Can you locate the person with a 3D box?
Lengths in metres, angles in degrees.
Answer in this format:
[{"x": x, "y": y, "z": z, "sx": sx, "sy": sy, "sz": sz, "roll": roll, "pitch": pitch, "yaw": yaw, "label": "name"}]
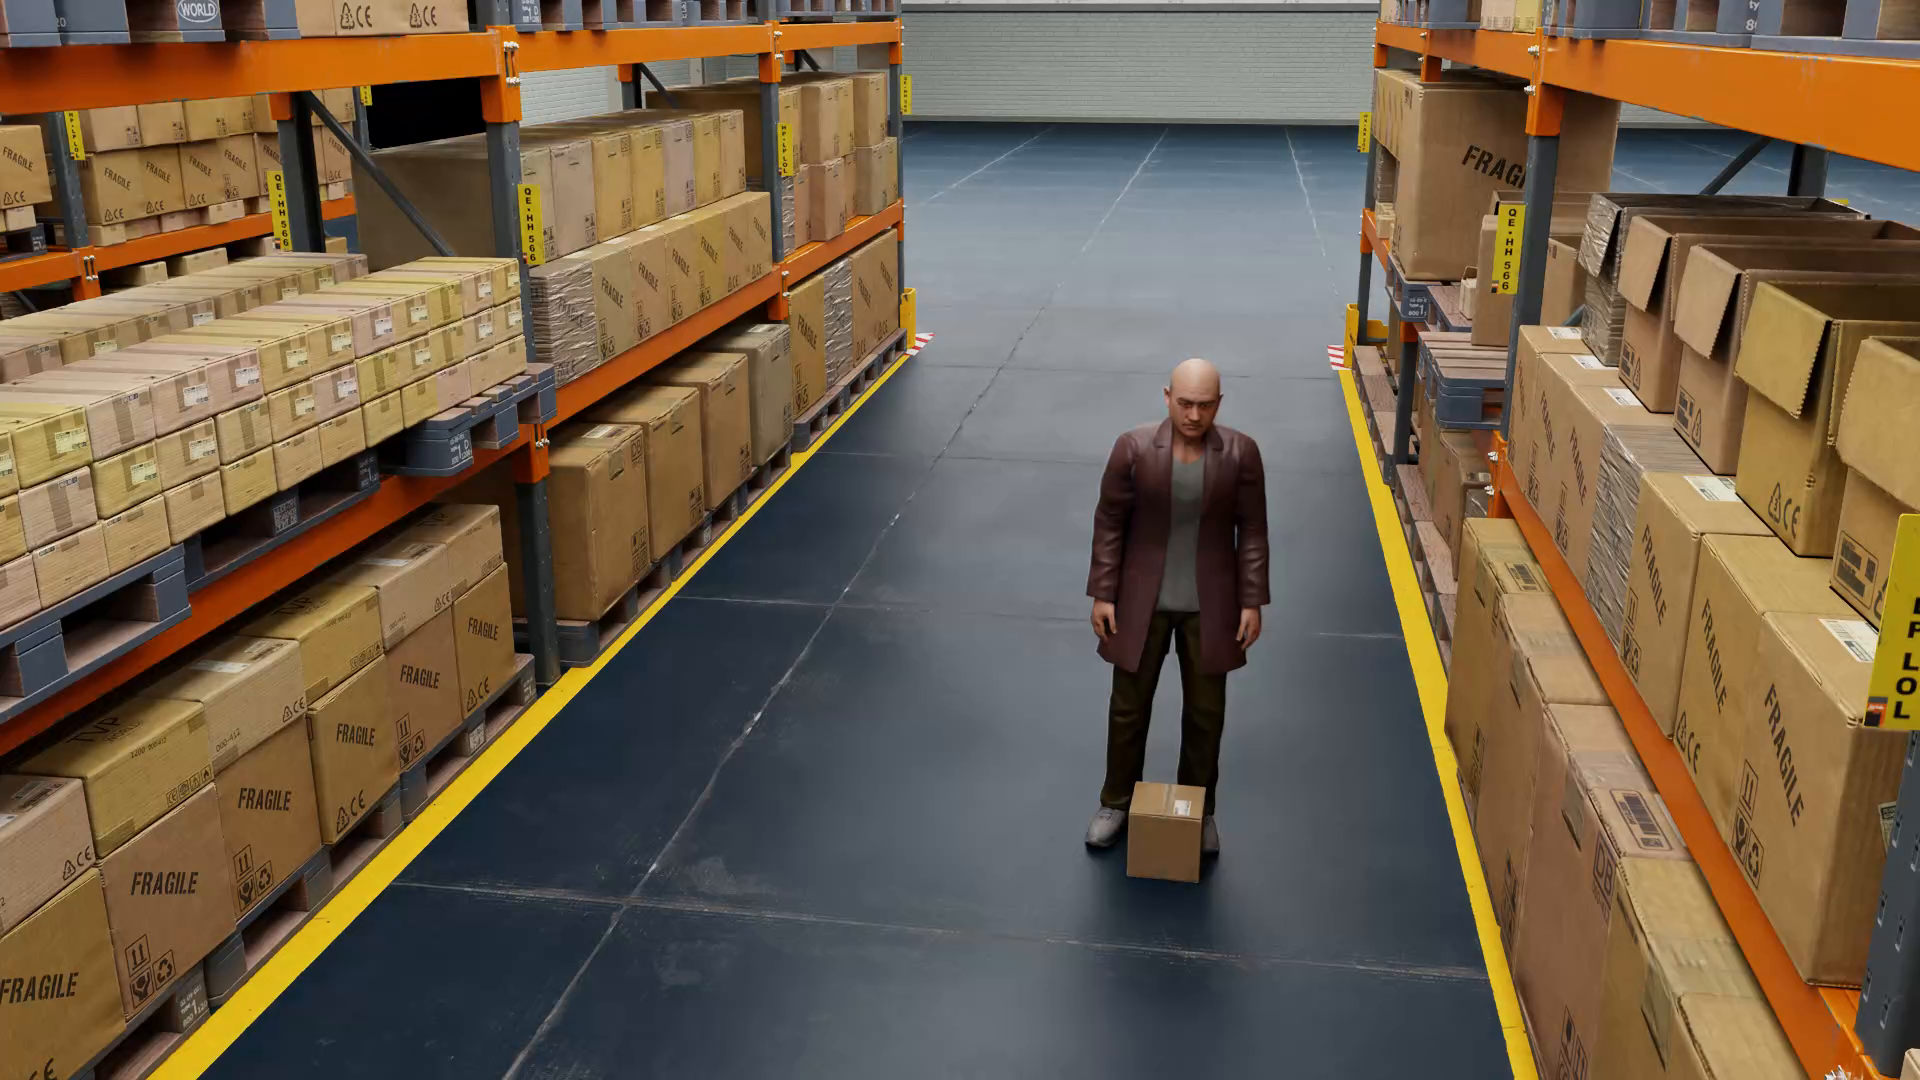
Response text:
[{"x": 0.767, "y": 0.228, "z": 5.862, "sx": 0.645, "sy": 1.772, "sz": 0.429, "roll": 2, "pitch": 18, "yaw": 6, "label": "person"}]
